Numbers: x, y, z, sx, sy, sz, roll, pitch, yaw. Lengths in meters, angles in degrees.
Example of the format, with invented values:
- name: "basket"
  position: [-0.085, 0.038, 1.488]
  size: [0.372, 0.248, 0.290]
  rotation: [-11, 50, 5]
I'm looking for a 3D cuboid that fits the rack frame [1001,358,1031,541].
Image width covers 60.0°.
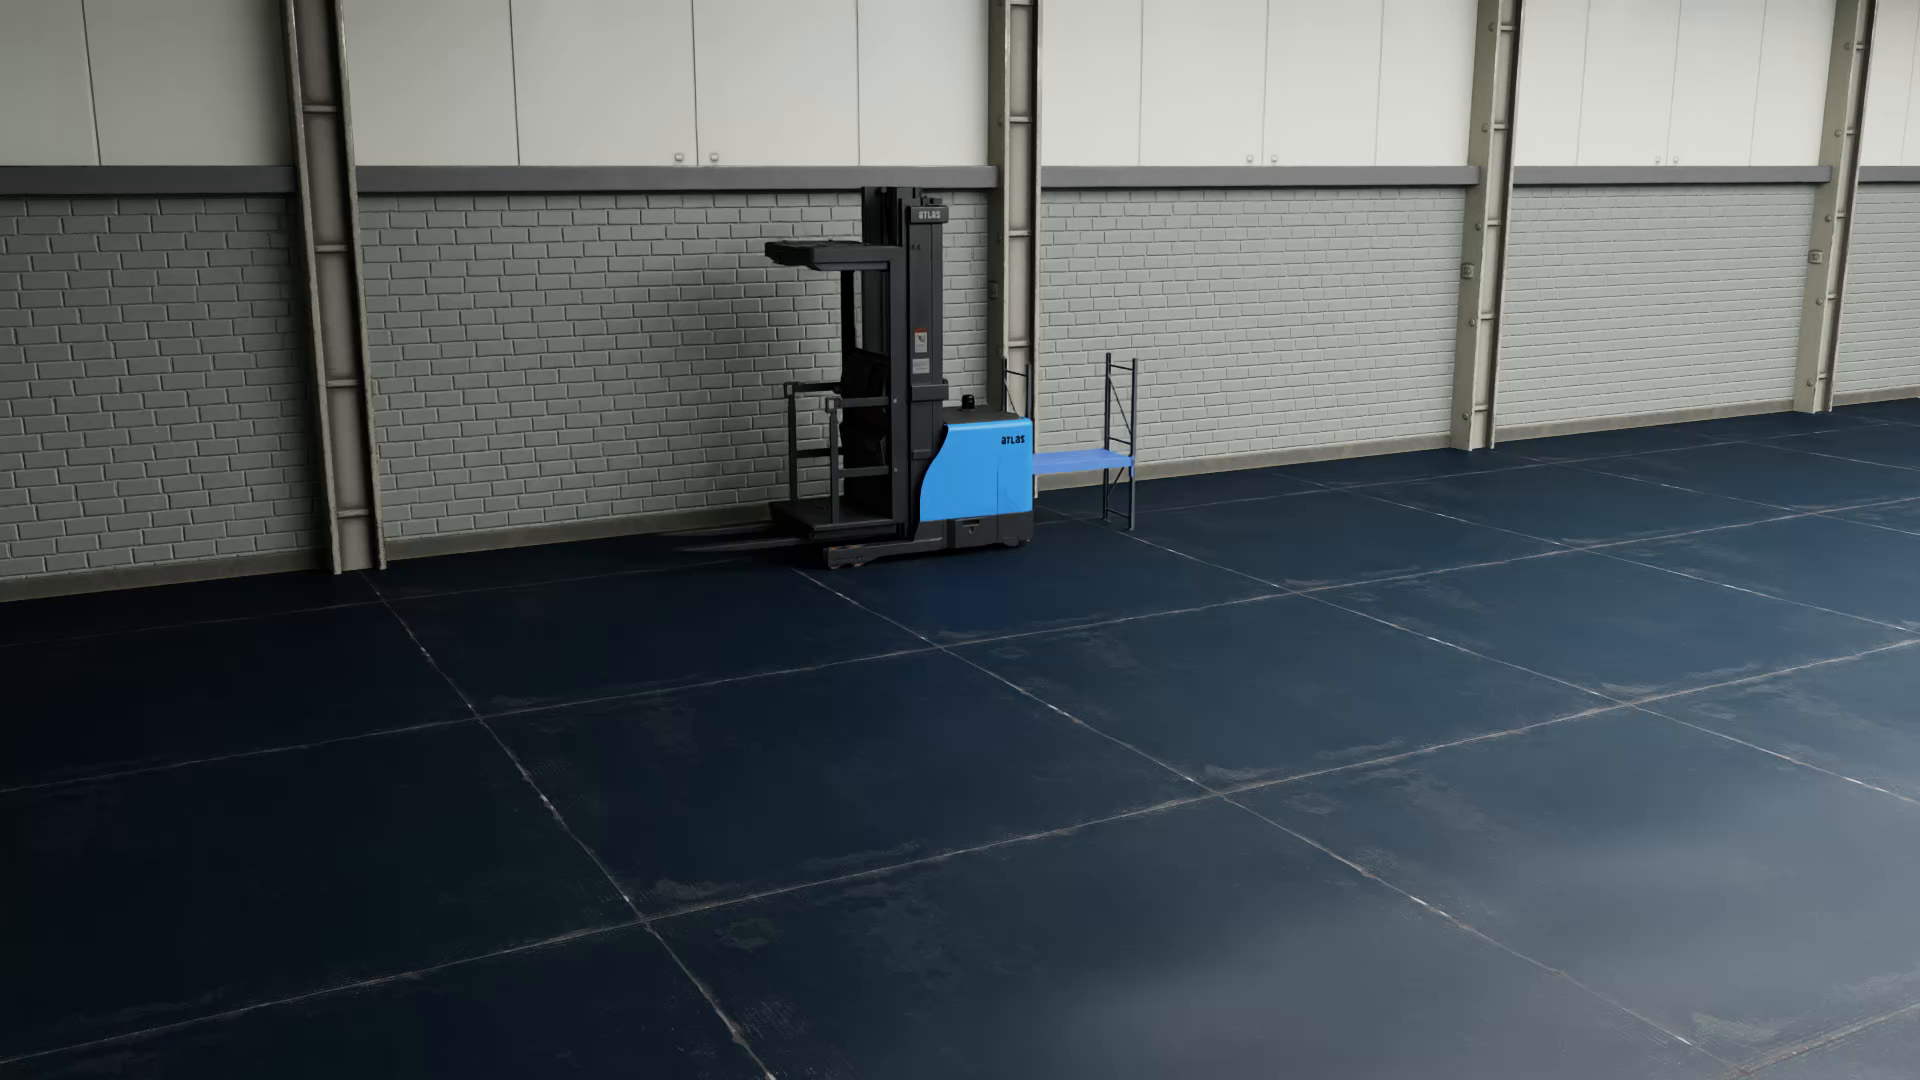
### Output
- name: "rack frame"
  position: [0.473, -0.770, 14.117]
  size: [0.032, 1.500, 0.500]
  rotation: [-6, 14, -24]

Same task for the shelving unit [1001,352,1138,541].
- name: "shelving unit"
  position: [0.935, -0.817, 14.324]
  size: [1.048, 1.500, 0.538]
  rotation: [-6, 14, -24]

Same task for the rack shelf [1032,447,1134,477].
- name: "rack shelf"
  position: [0.935, -0.642, 14.363]
  size: [1.000, 0.185, 0.538]
  rotation: [-6, 14, -24]

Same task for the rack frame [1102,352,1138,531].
- name: "rack frame"
  position: [1.397, -0.864, 14.531]
  size: [0.032, 1.500, 0.500]
  rotation: [-6, 14, -24]

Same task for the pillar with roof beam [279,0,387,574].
- name: "pillar with roof beam"
  position: [-2.703, -3.343, 8.468]
  size: [0.400, 9.000, 9.100]
  rotation: [-7, 14, -28]

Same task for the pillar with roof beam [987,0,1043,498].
- name: "pillar with roof beam"
  position: [2.563, -3.974, 11.273]
  size: [0.400, 9.000, 9.100]
  rotation: [-7, 14, -28]

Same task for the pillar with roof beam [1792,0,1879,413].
- name: "pillar with roof beam"
  position: [13.096, -5.237, 16.882]
  size: [0.400, 9.000, 9.100]
  rotation: [-7, 14, -28]

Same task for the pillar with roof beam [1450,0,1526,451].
- name: "pillar with roof beam"
  position: [7.830, -4.605, 14.077]
  size: [0.400, 9.000, 9.100]
  rotation: [-7, 14, -28]

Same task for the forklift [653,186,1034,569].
- name: "forklift"
  position: [-0.947, -1.334, 13.363]
  size: [3.031, 2.935, 1.130]
  rotation: [-6, 14, -24]
